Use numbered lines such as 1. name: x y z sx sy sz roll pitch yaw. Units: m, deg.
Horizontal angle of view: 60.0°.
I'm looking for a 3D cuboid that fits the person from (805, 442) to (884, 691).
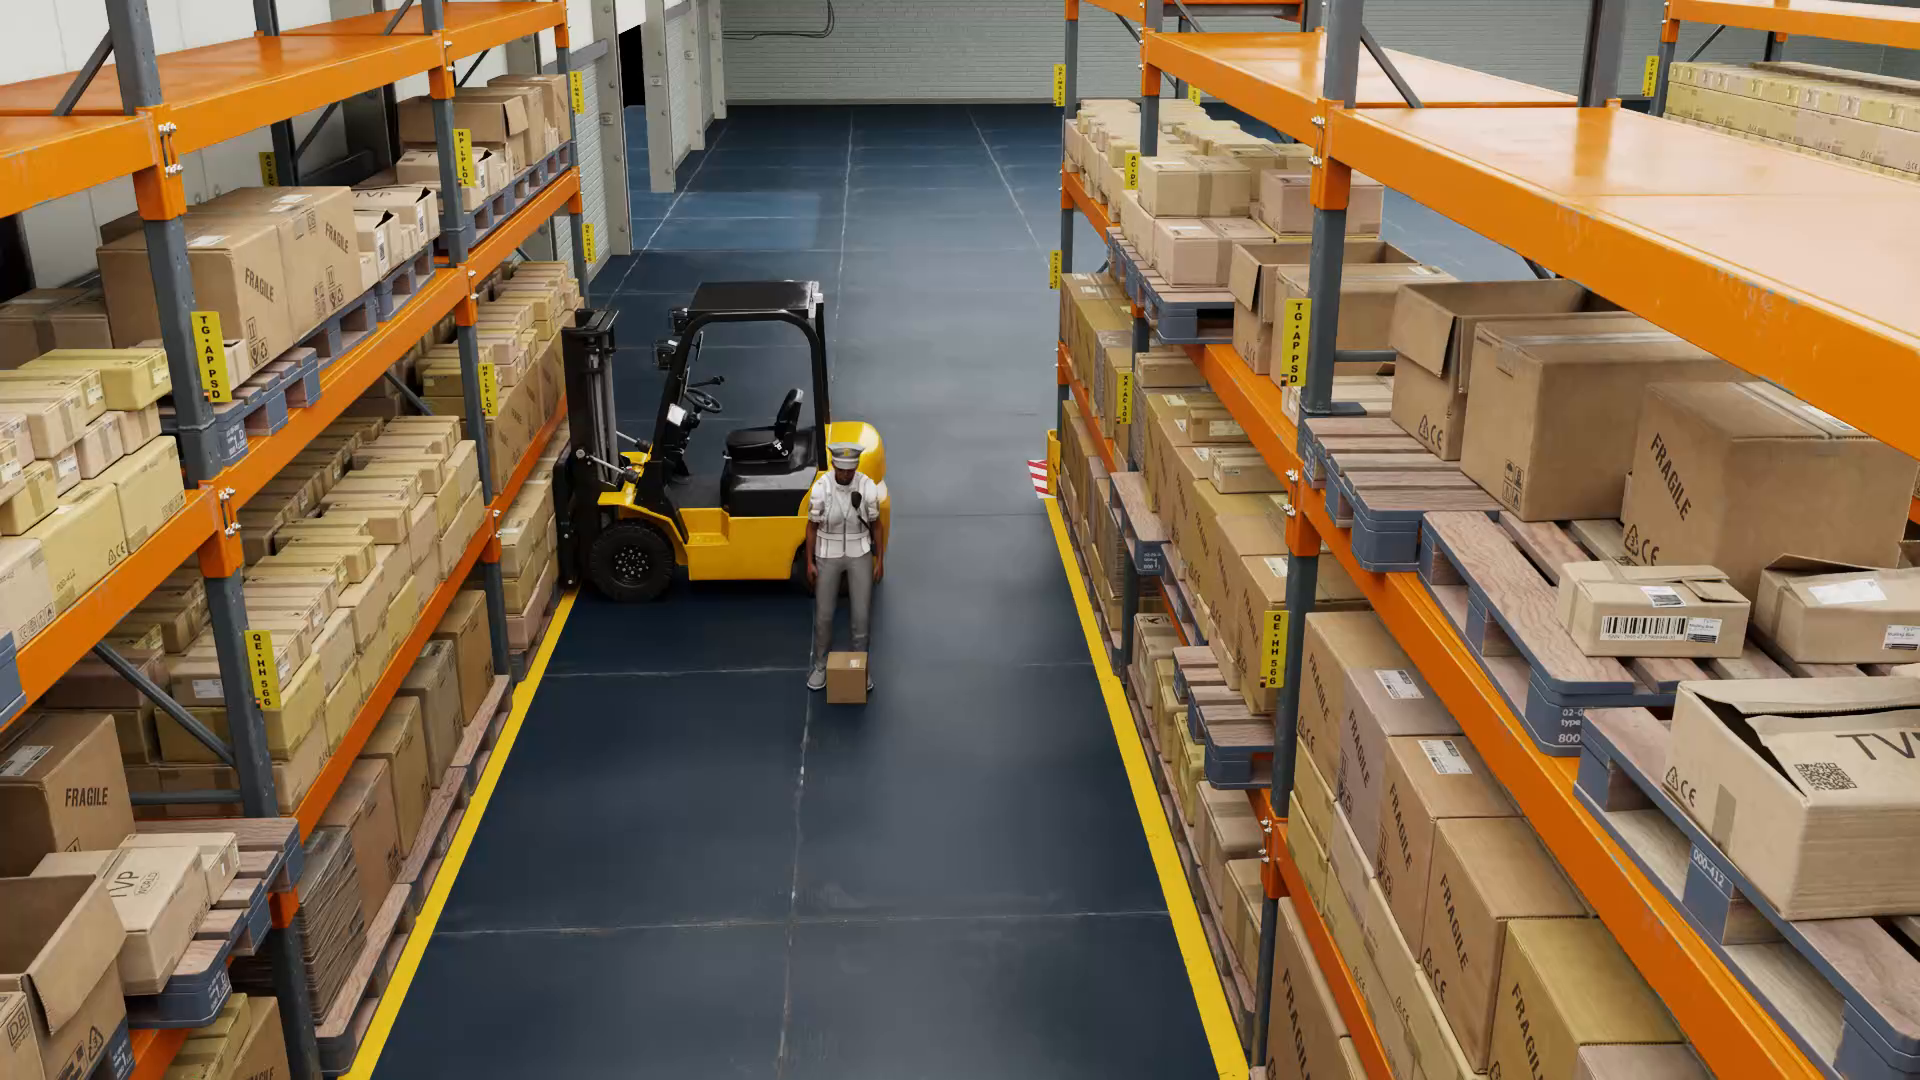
1. person: -0.747 0.150 10.680 0.517 1.657 0.417 -1 21 -4
